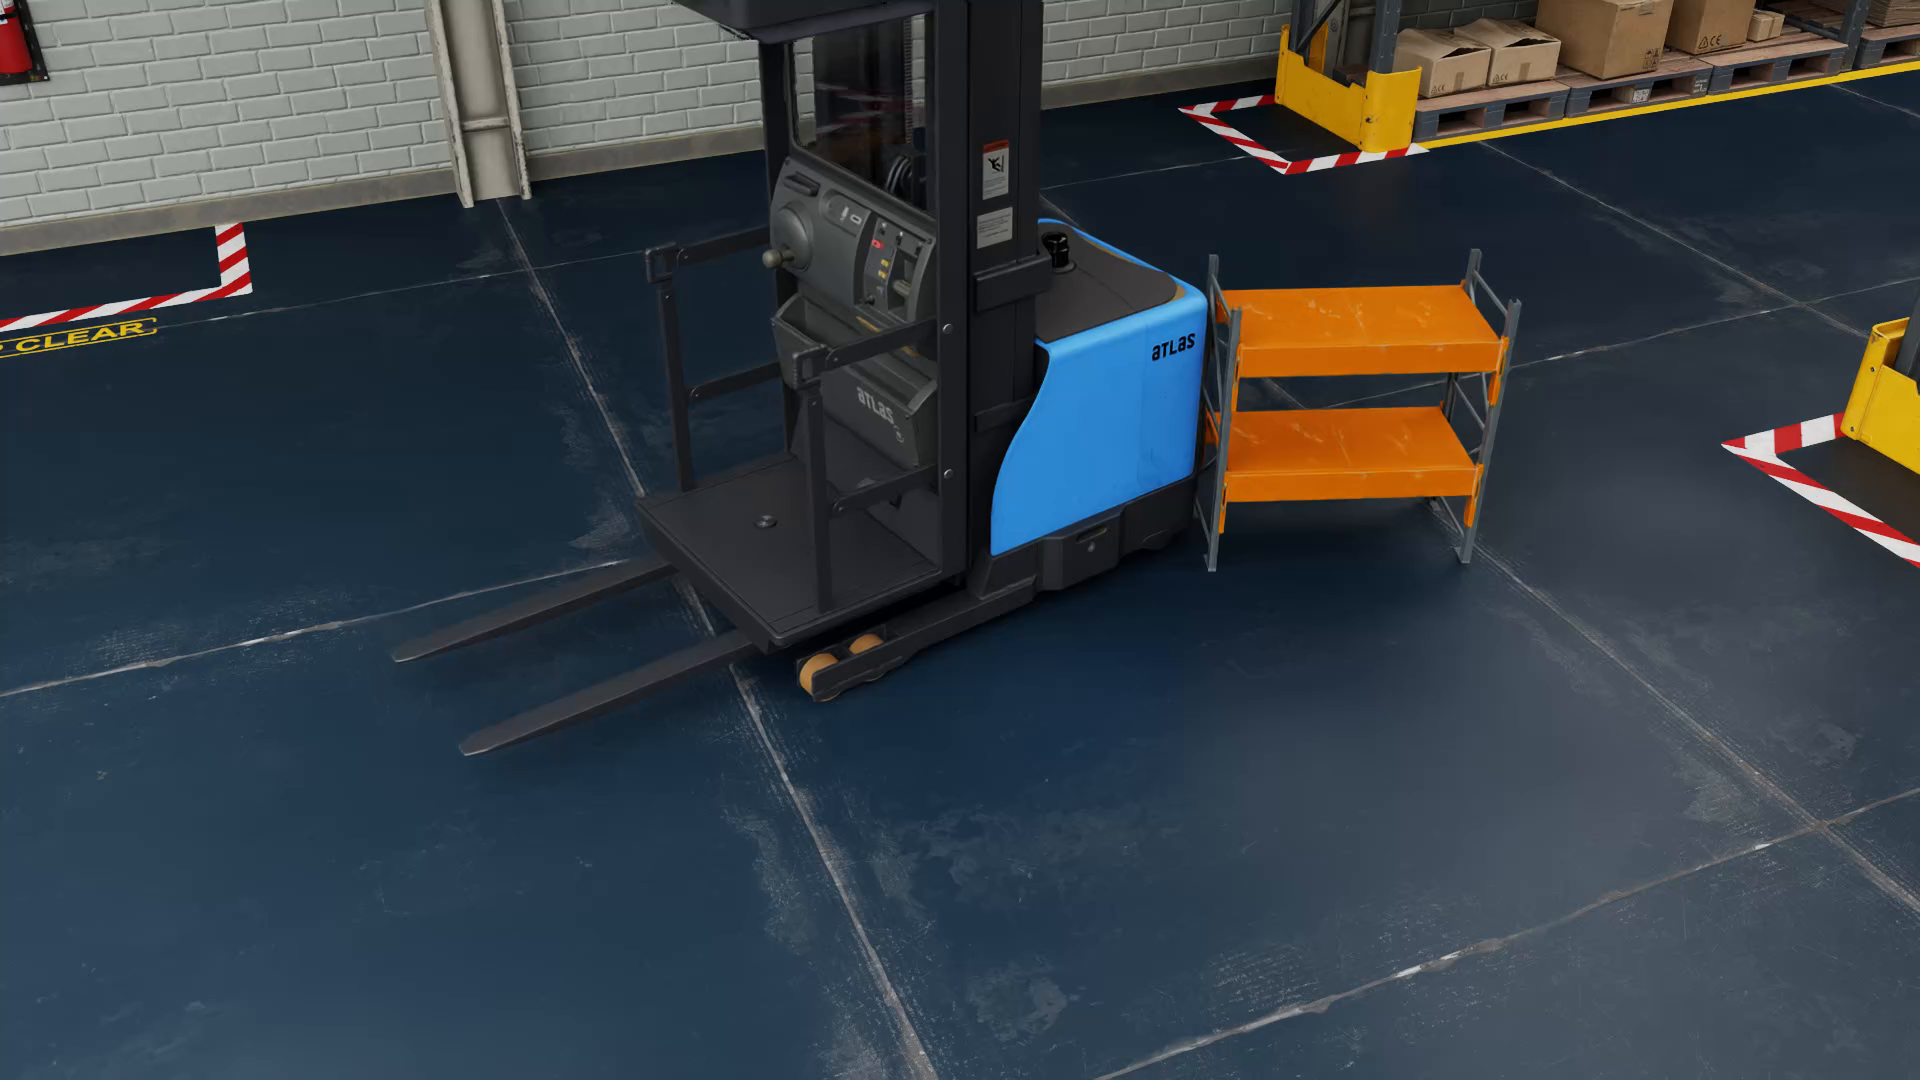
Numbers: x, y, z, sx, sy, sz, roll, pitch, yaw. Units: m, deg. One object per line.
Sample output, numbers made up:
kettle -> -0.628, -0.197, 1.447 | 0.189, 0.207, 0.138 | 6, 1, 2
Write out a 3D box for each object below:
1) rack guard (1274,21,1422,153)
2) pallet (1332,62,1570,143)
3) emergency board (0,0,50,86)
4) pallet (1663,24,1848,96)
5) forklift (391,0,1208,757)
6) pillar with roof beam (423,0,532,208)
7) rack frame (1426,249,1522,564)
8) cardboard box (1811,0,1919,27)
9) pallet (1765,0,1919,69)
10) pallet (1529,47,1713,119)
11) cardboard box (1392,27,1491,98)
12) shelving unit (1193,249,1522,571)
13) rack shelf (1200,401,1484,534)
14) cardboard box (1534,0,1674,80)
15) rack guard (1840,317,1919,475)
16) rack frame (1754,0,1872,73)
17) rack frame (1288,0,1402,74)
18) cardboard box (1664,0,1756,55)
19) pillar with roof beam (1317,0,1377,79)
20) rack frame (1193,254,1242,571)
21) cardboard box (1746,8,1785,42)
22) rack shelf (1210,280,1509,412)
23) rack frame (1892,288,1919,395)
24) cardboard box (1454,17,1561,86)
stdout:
rack guard -> 2.512, -2.973, 10.861 | 0.348, 0.500, 1.175 | -13, 35, -19
pallet -> 3.275, -3.006, 11.176 | 1.213, 0.211, 1.003 | -13, 35, -19
emergency board -> -5.073, -2.818, 8.331 | 0.643, 1.169, 0.194 | -13, 35, -19
pallet -> 5.524, -3.521, 11.968 | 1.213, 0.211, 1.003 | -13, 35, -19
forklift -> -0.546, -0.988, 5.581 | 3.031, 2.935, 1.130 | -22, 39, -30
pillar with roof beam -> -1.113, -3.671, 4.140 | 0.400, 9.000, 9.100 | -13, 35, -19
rack frame -> 1.998, -0.515, 6.509 | 0.032, 1.125, 0.500 | -2, 33, -3
cardboard box -> 6.802, -4.150, 12.266 | 0.500, 0.500, 0.700 | -12, 35, -17
pallet -> 6.847, -3.846, 12.467 | 1.213, 0.211, 1.003 | -13, 35, -19
pallet -> 4.398, -3.261, 11.569 | 1.213, 0.211, 1.003 | -13, 35, -19
cardboard box -> 3.115, -3.163, 10.923 | 0.500, 0.311, 0.500 | -17, 37, -24
shelving unit -> 1.490, -0.500, 6.487 | 1.048, 1.125, 0.538 | -2, 33, -3
rack shelf -> 1.490, -0.295, 6.620 | 1.000, 0.278, 0.538 | -2, 33, -3
cardboard box -> 4.336, -3.493, 11.256 | 0.500, 0.500, 0.700 | -15, 36, -22
rack guard -> 4.341, -0.462, 7.002 | 0.348, 0.500, 1.175 | -13, 35, -19
rack frame -> 6.130, -4.849, 11.453 | 0.127, 3.000, 1.000 | -13, 35, -19
rack frame -> 2.442, -4.005, 10.155 | 0.127, 3.000, 1.000 | -13, 35, -19
cardboard box -> 5.188, -3.747, 11.647 | 0.500, 0.500, 0.500 | -16, 36, -22
pillar with roof beam -> 4.419, -4.938, 6.087 | 0.400, 9.000, 9.100 | -13, 35, -19
rack frame -> 0.982, -0.485, 6.465 | 0.032, 1.125, 0.500 | -2, 33, -3
cardboard box -> 5.648, -3.718, 11.909 | 0.250, 0.166, 0.380 | -18, 37, -25
rack shelf -> 1.490, -0.745, 6.327 | 1.000, 0.278, 0.538 | -2, 33, -3
rack frame -> 4.363, -1.515, 6.328 | 0.127, 3.000, 1.000 | -13, 35, -19
cardboard box -> 3.640, -3.284, 11.108 | 0.500, 0.311, 0.500 | -10, 34, -15
